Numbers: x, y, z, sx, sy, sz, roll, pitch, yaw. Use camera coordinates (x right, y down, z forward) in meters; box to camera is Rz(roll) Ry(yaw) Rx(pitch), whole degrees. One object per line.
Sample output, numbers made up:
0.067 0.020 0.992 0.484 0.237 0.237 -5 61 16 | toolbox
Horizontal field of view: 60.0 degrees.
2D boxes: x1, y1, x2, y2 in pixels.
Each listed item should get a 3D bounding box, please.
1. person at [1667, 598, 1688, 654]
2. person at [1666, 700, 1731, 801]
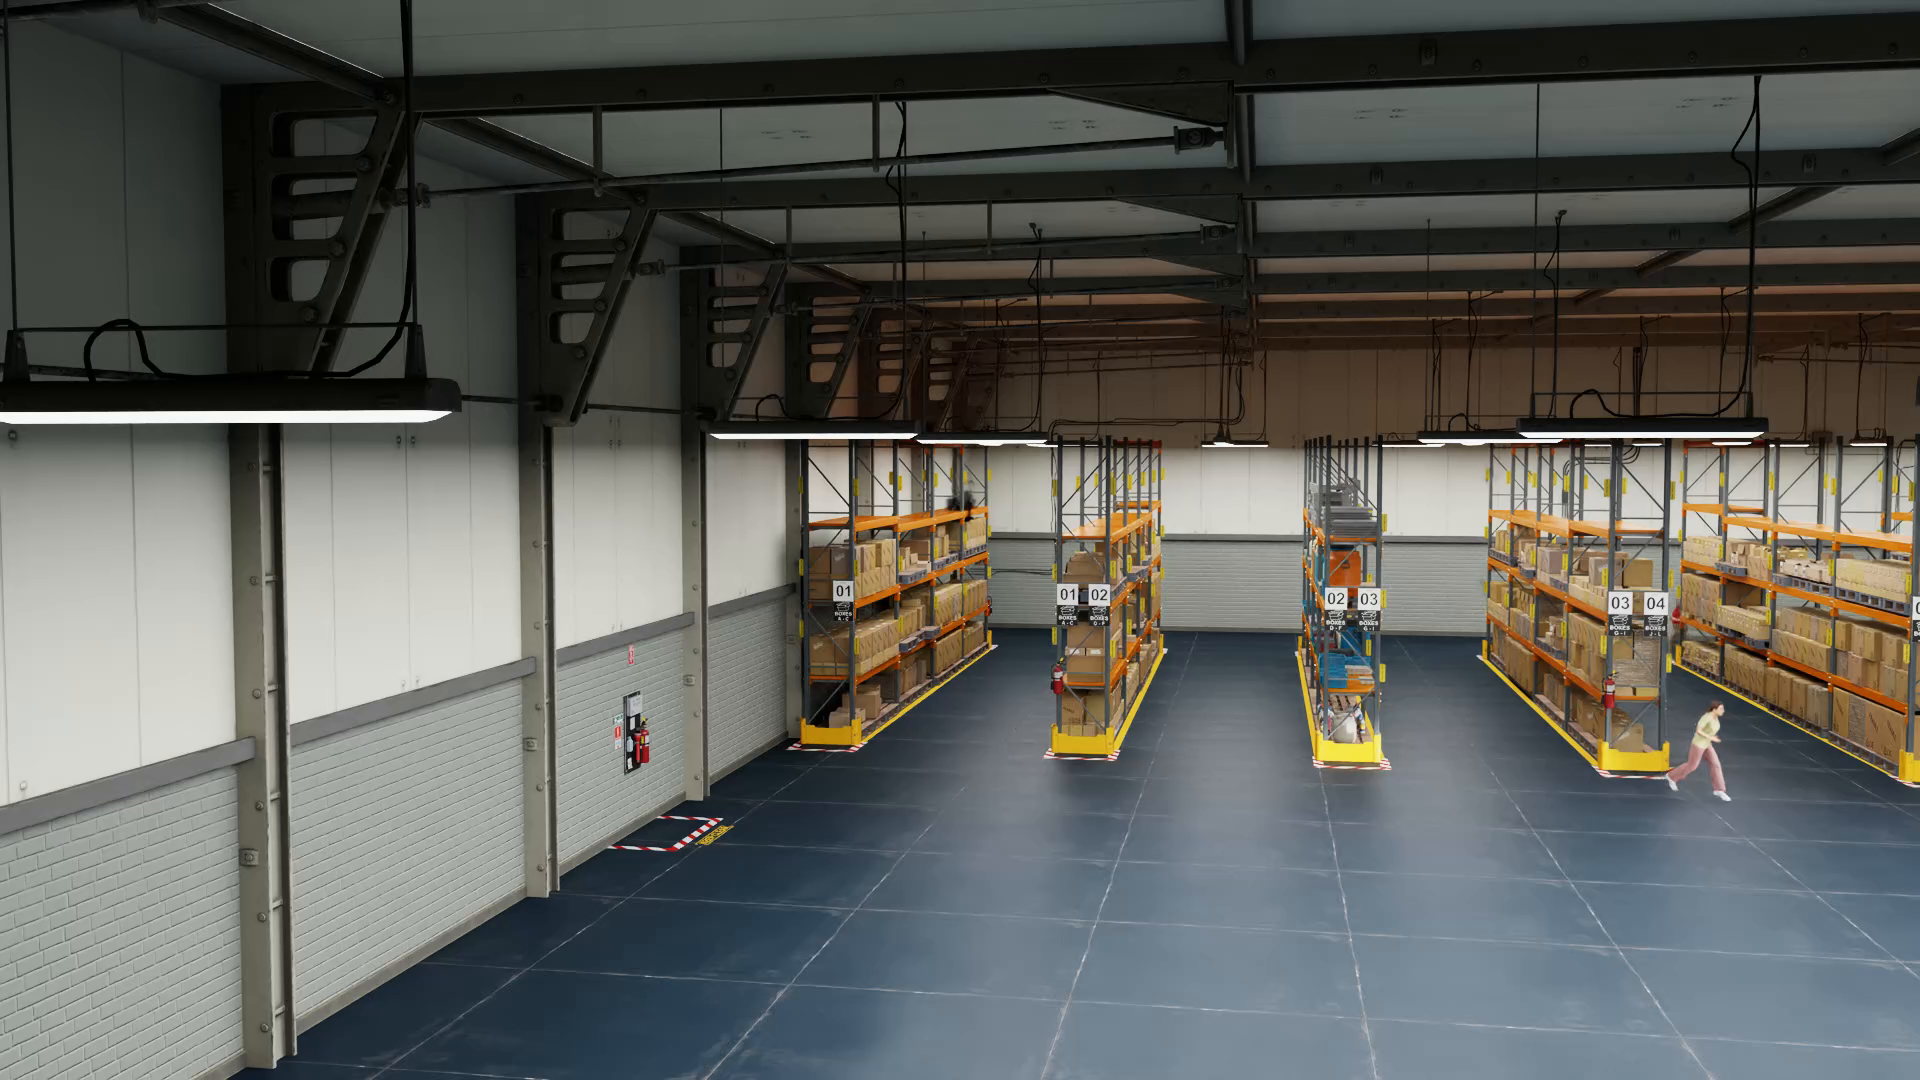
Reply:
19.669 2.439 45.367 0.850 1.769 0.666 0 3 -5 | person
12.209 3.420 27.437 0.617 1.614 1.082 -3 4 -45 | person
